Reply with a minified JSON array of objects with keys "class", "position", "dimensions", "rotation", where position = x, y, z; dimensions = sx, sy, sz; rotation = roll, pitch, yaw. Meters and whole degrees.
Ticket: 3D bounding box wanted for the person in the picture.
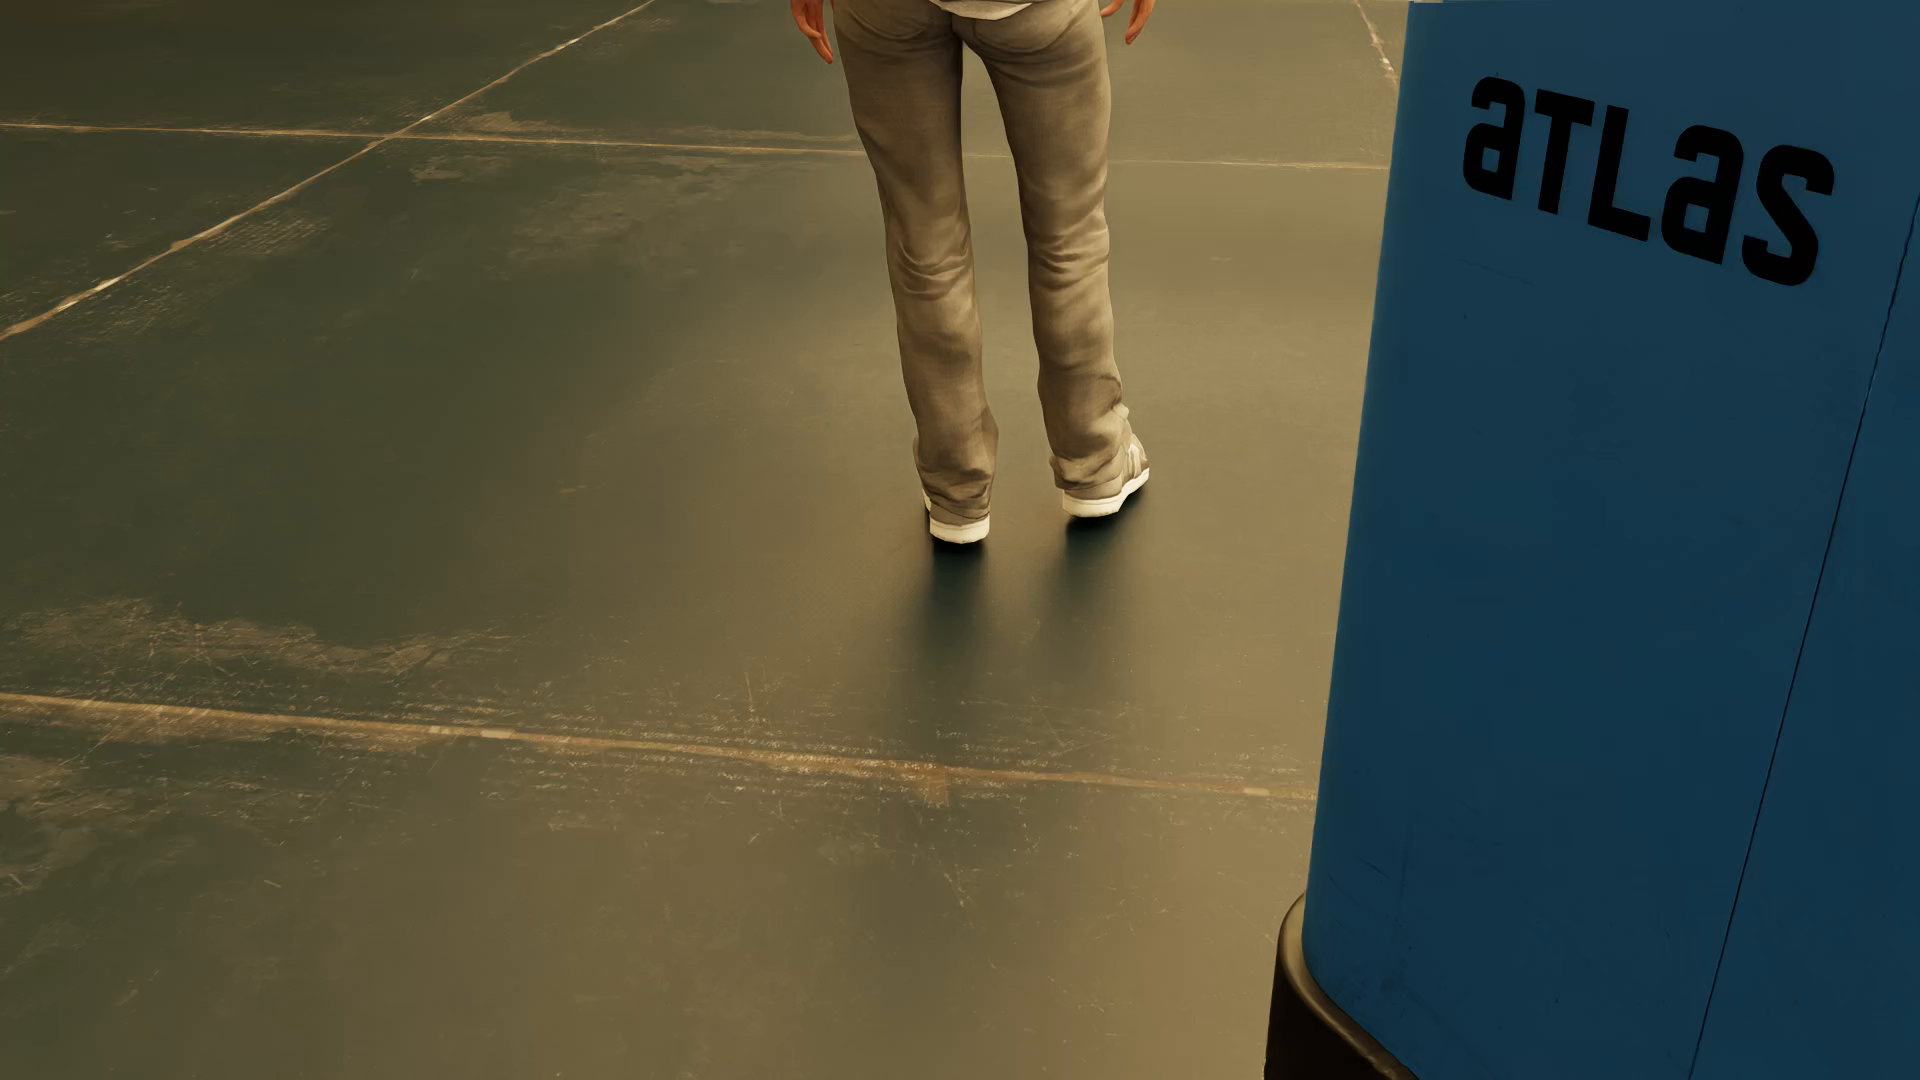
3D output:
[{"class":"person","position":[0.024,-0.754,2.205],"dimensions":[0.520,1.599,0.473],"rotation":[3,27,7]}]
